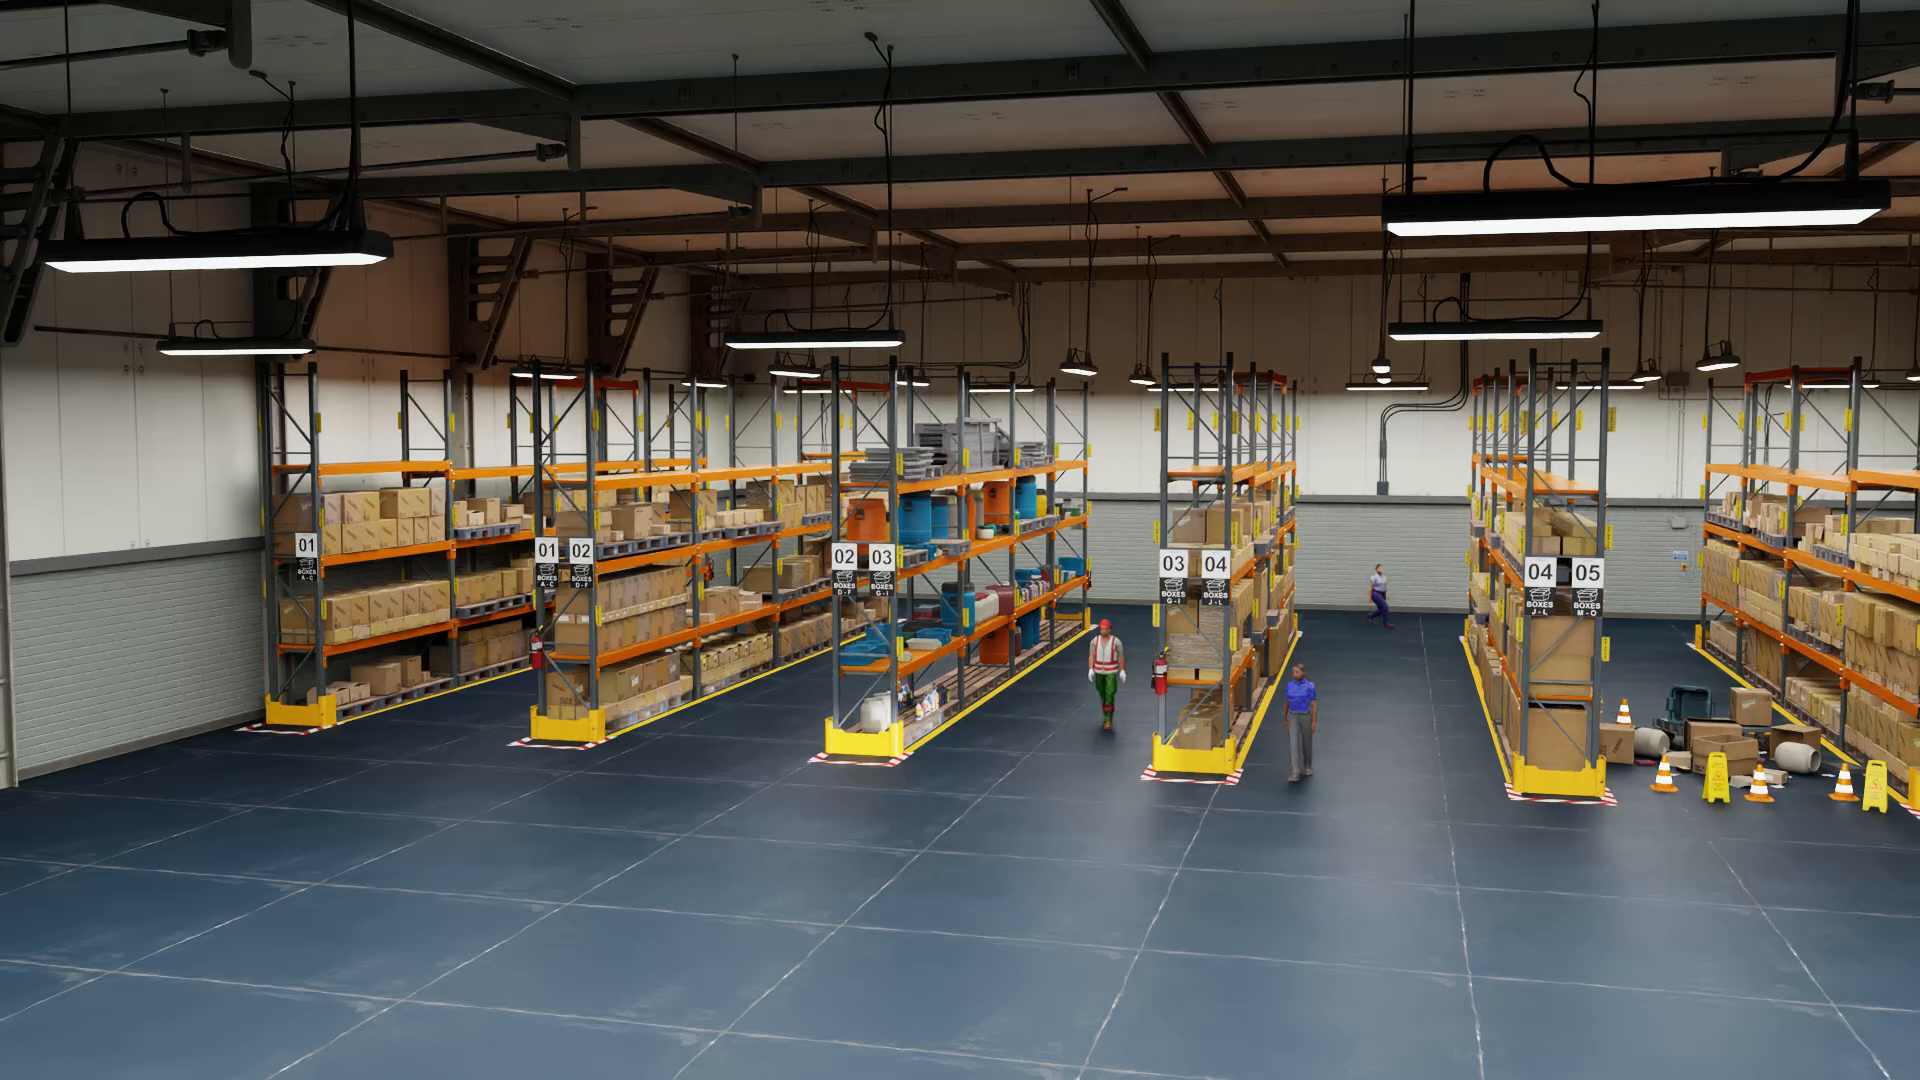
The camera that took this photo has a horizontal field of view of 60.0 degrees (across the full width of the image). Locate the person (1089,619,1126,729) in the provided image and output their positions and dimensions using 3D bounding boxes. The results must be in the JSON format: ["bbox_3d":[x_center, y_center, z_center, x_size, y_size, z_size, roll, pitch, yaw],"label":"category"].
[{"bbox_3d":[2.389,2.179,27.292,0.587,1.742,0.925,2,4,23],"label":"person"}]

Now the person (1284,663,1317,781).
[{"bbox_3d":[4.771,2.546,23.370,0.478,1.621,0.777,2,4,22],"label":"person"}]

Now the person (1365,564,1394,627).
[{"bbox_3d":[10.335,1.346,40.971,0.468,1.528,0.967,-3,5,-37],"label":"person"}]
